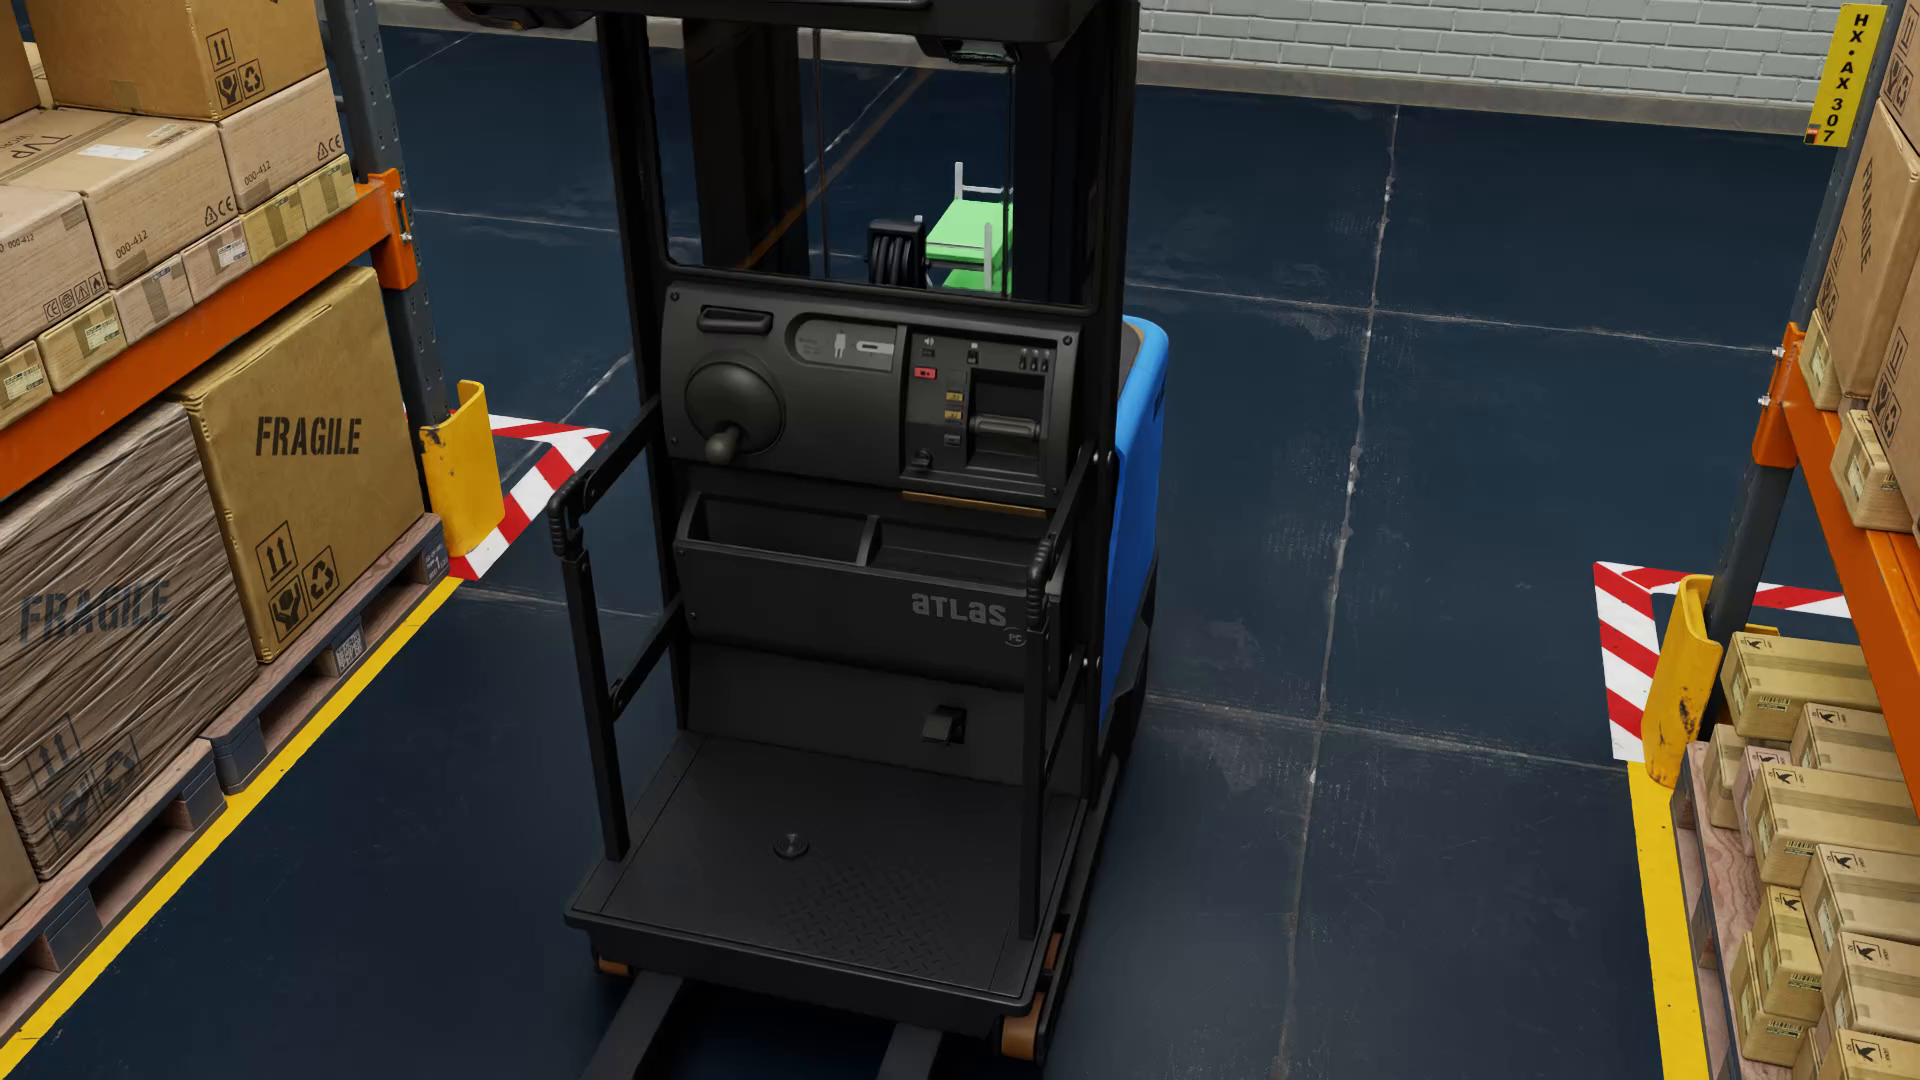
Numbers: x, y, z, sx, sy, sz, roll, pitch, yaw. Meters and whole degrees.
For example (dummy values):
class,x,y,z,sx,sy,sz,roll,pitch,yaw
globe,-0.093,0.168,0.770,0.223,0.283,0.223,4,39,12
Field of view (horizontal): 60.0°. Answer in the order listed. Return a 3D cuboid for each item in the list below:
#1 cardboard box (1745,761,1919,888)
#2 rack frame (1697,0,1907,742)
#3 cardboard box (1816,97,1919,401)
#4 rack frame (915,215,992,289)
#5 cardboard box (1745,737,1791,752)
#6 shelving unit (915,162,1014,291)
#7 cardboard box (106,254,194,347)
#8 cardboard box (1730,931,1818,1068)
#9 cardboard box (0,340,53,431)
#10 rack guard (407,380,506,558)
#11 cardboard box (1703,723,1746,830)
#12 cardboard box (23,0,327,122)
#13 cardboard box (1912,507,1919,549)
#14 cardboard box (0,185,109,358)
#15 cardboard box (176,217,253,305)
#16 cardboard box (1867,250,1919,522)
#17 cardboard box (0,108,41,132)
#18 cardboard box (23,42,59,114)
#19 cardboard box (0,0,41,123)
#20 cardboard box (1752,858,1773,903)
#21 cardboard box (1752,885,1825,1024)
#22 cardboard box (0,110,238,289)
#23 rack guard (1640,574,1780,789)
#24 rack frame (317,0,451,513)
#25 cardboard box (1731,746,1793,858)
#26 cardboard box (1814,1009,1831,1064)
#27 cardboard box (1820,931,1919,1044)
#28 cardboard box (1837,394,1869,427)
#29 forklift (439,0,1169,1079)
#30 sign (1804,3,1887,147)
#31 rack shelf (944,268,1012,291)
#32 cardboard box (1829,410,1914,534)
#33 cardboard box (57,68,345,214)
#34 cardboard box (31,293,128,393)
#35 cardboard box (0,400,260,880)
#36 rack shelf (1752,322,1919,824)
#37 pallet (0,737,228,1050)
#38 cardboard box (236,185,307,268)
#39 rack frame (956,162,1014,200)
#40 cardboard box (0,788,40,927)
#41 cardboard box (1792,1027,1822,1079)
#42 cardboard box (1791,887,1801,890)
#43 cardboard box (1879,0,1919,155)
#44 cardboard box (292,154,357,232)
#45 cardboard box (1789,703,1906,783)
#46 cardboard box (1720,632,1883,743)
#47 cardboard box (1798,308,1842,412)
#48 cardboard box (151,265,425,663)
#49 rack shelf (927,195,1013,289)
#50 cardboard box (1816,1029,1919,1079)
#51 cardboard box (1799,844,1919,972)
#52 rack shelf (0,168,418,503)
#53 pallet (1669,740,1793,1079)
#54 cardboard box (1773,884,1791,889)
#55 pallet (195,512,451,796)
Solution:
class,x,y,z,sx,sy,sz,roll,pitch,yaw
cardboard box,1.959,0.647,3.647,0.380,0.149,0.250,8,33,12
rack frame,2.562,-0.626,3.939,1.000,3.000,0.127,8,33,12
cardboard box,2.180,-0.598,3.525,0.500,0.500,0.500,10,34,15
rack frame,-0.020,-0.466,5.364,0.240,1.200,0.015,8,33,12
cardboard box,2.180,0.511,4.138,0.380,0.149,0.250,9,34,14
shelving unit,0.042,-0.592,5.563,0.258,1.200,0.503,8,33,12
cardboard box,-2.176,-0.623,4.168,0.380,0.149,0.250,9,33,13
cardboard box,1.905,1.023,3.611,0.380,0.149,0.250,8,33,13
cardboard box,-2.305,-0.353,3.744,0.380,0.149,0.250,8,33,13
rack guard,-2.204,-0.311,5.774,1.175,0.500,0.348,8,33,12
cardboard box,2.119,0.628,4.232,0.380,0.149,0.250,9,33,13
cardboard box,-2.080,-1.444,4.389,0.500,0.500,0.500,8,33,13
cardboard box,1.933,-0.065,2.685,0.500,0.500,0.500,8,33,13
cardboard box,-2.335,-0.601,3.762,0.500,0.250,0.500,7,33,11
cardboard box,-2.112,-0.752,4.372,0.380,0.149,0.250,8,33,12
cardboard box,2.069,-0.317,3.083,0.500,0.500,0.500,8,33,12
cardboard box,-2.719,-0.933,4.284,0.500,0.250,0.500,8,33,12
cardboard box,-2.593,-1.204,4.710,0.500,0.250,0.500,7,33,11
cardboard box,-2.720,-1.261,4.101,0.500,0.500,0.500,7,33,11
cardboard box,2.132,0.775,4.001,0.380,0.149,0.250,8,33,12
cardboard box,1.910,0.903,3.522,0.380,0.149,0.250,9,34,14
cardboard box,-2.206,-0.865,4.178,0.500,0.250,0.500,7,33,12
rack guard,2.542,0.468,4.547,1.175,0.500,0.348,8,33,12
rack frame,-2.210,-1.354,5.084,1.000,3.000,0.127,8,33,12
cardboard box,2.056,0.646,3.927,0.380,0.149,0.250,8,33,12
cardboard box,1.934,1.054,3.285,0.380,0.149,0.250,6,33,10
cardboard box,1.896,0.930,3.203,0.380,0.149,0.250,9,34,14
cardboard box,2.138,-0.259,3.595,0.380,0.149,0.250,9,34,14
forklift,-0.260,-0.265,3.434,1.130,2.935,3.031,8,33,12
sign,2.037,-1.065,3.823,0.100,0.325,0.005,8,33,12
rack shelf,0.042,-0.741,5.469,0.258,0.148,0.480,8,33,12
cardboard box,2.018,-0.127,3.387,0.380,0.149,0.250,7,33,11
cardboard box,-2.077,-1.128,4.592,0.500,0.250,0.500,7,33,12
cardboard box,-2.240,-0.488,3.956,0.380,0.149,0.250,7,33,11
cardboard box,-2.526,0.181,4.259,0.875,0.875,0.875,8,33,12
rack shelf,2.054,0.715,2.499,1.077,0.370,4.000,8,33,12
pallet,-2.649,0.880,4.170,1.003,0.211,1.213,8,33,12
cardboard box,-2.047,-0.883,4.577,0.380,0.149,0.250,8,33,13
rack frame,0.104,-0.719,5.762,0.240,1.200,0.015,8,33,12
cardboard box,-2.752,0.643,3.532,0.875,0.875,0.875,8,33,12
cardboard box,1.932,1.168,3.383,0.380,0.149,0.250,8,33,12
cardboard box,2.080,0.785,3.708,0.380,0.149,0.250,8,33,13
cardboard box,2.191,-1.019,3.254,0.500,0.500,0.500,8,33,12
cardboard box,-1.982,-1.018,4.790,0.380,0.149,0.250,9,33,13
cardboard box,2.146,0.534,3.826,0.380,0.149,0.250,9,33,13
cardboard box,2.100,0.374,4.076,0.380,0.149,0.250,7,33,10
cardboard box,2.162,-0.397,3.812,0.380,0.149,0.250,8,33,12
cardboard box,-2.295,-0.291,5.001,0.875,0.875,0.875,8,33,12
rack shelf,0.042,-0.943,5.340,0.258,0.148,0.480,8,33,12
cardboard box,1.785,1.060,2.998,0.380,0.149,0.250,9,33,13
cardboard box,1.976,0.787,3.427,0.380,0.149,0.250,6,33,10
rack shelf,-2.718,-0.012,3.644,1.077,0.370,4.000,8,33,12
pallet,2.302,1.007,3.969,1.003,0.211,1.213,8,33,12
cardboard box,2.075,0.905,3.797,0.380,0.149,0.250,8,33,13
pallet,-2.338,0.249,5.162,1.003,0.211,1.213,8,33,12
